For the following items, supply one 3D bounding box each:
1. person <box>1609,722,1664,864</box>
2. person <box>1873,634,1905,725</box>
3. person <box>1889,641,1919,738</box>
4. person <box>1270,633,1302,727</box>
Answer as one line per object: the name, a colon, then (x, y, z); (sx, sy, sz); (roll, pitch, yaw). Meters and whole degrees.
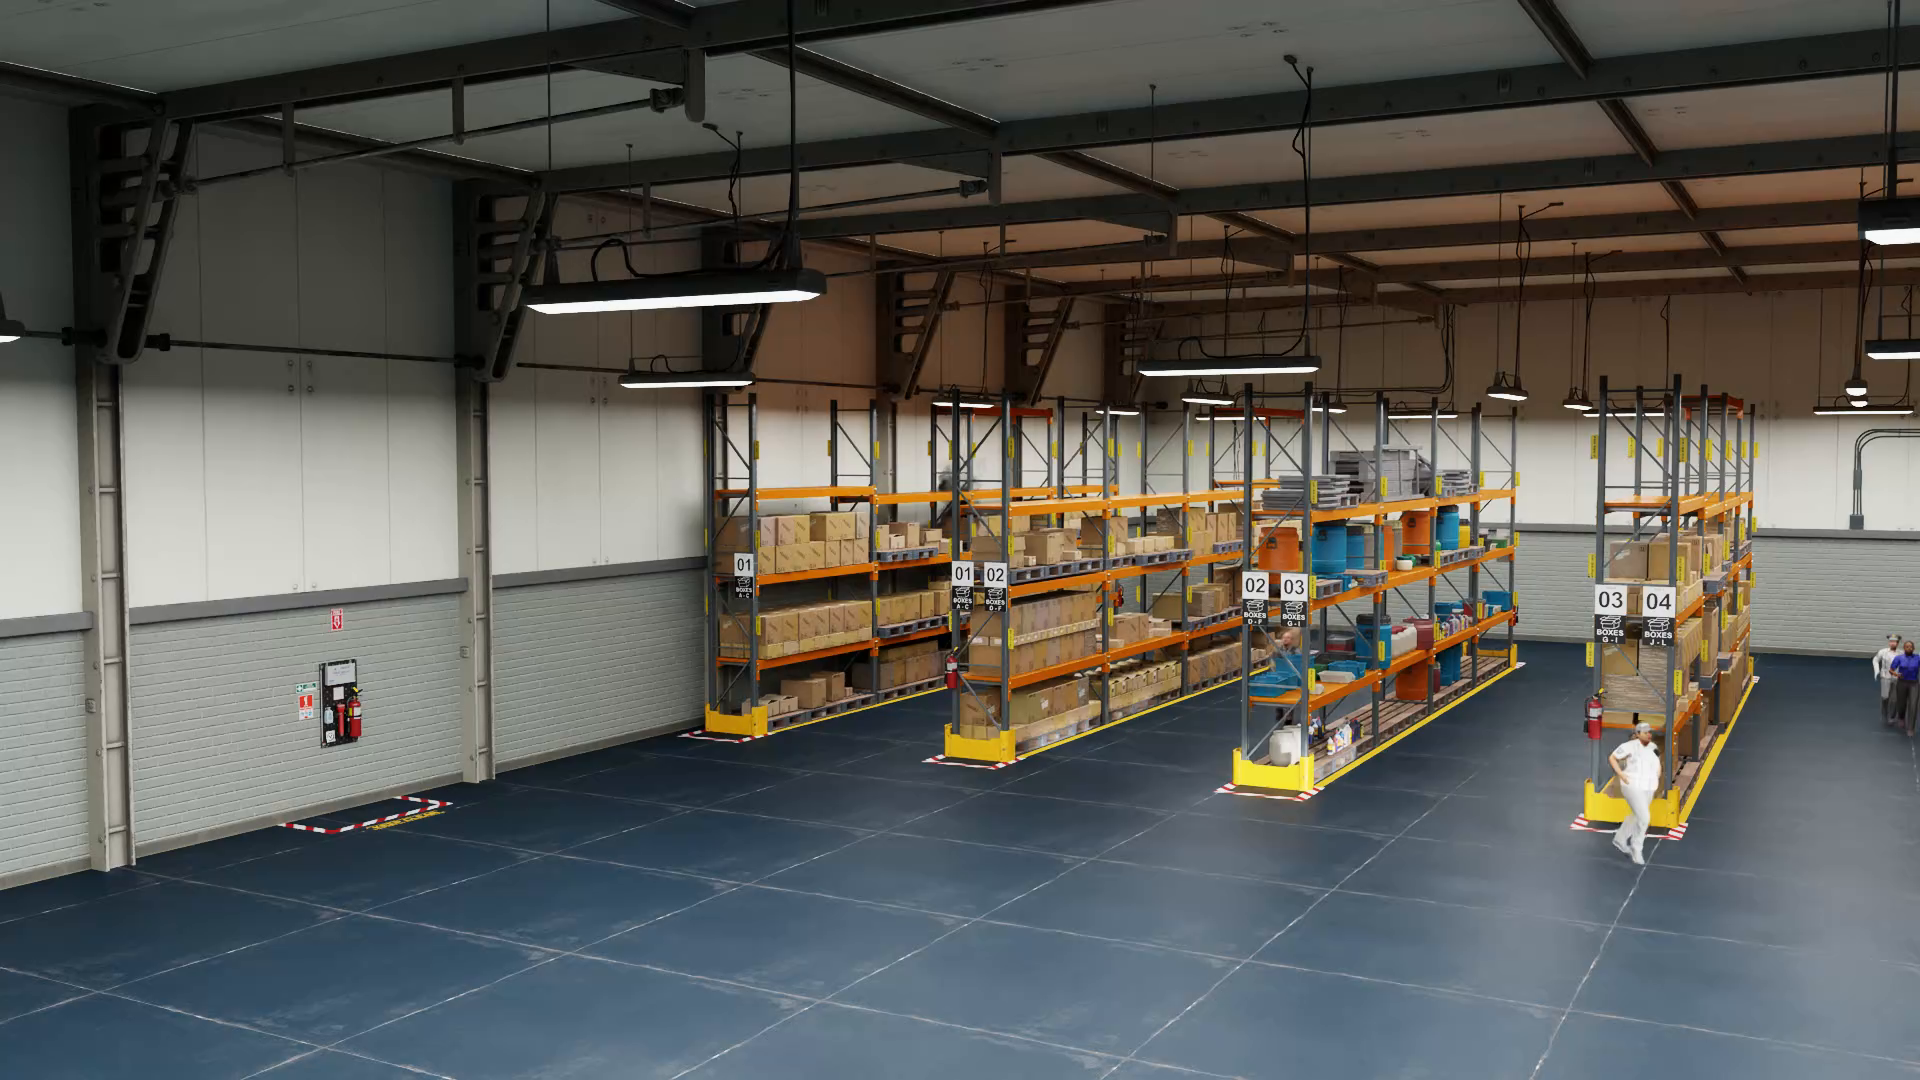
person: (8.327, 3.083, 20.387); (0.628, 1.729, 0.639); (-1, 3, -21)
person: (16.865, 2.528, 30.112); (0.591, 1.670, 0.640); (2, 3, 28)
person: (16.637, 2.589, 29.196); (0.585, 1.655, 0.935); (1, 3, 25)
person: (5.855, 2.523, 29.969); (0.630, 1.701, 0.676); (1, 3, 20)
